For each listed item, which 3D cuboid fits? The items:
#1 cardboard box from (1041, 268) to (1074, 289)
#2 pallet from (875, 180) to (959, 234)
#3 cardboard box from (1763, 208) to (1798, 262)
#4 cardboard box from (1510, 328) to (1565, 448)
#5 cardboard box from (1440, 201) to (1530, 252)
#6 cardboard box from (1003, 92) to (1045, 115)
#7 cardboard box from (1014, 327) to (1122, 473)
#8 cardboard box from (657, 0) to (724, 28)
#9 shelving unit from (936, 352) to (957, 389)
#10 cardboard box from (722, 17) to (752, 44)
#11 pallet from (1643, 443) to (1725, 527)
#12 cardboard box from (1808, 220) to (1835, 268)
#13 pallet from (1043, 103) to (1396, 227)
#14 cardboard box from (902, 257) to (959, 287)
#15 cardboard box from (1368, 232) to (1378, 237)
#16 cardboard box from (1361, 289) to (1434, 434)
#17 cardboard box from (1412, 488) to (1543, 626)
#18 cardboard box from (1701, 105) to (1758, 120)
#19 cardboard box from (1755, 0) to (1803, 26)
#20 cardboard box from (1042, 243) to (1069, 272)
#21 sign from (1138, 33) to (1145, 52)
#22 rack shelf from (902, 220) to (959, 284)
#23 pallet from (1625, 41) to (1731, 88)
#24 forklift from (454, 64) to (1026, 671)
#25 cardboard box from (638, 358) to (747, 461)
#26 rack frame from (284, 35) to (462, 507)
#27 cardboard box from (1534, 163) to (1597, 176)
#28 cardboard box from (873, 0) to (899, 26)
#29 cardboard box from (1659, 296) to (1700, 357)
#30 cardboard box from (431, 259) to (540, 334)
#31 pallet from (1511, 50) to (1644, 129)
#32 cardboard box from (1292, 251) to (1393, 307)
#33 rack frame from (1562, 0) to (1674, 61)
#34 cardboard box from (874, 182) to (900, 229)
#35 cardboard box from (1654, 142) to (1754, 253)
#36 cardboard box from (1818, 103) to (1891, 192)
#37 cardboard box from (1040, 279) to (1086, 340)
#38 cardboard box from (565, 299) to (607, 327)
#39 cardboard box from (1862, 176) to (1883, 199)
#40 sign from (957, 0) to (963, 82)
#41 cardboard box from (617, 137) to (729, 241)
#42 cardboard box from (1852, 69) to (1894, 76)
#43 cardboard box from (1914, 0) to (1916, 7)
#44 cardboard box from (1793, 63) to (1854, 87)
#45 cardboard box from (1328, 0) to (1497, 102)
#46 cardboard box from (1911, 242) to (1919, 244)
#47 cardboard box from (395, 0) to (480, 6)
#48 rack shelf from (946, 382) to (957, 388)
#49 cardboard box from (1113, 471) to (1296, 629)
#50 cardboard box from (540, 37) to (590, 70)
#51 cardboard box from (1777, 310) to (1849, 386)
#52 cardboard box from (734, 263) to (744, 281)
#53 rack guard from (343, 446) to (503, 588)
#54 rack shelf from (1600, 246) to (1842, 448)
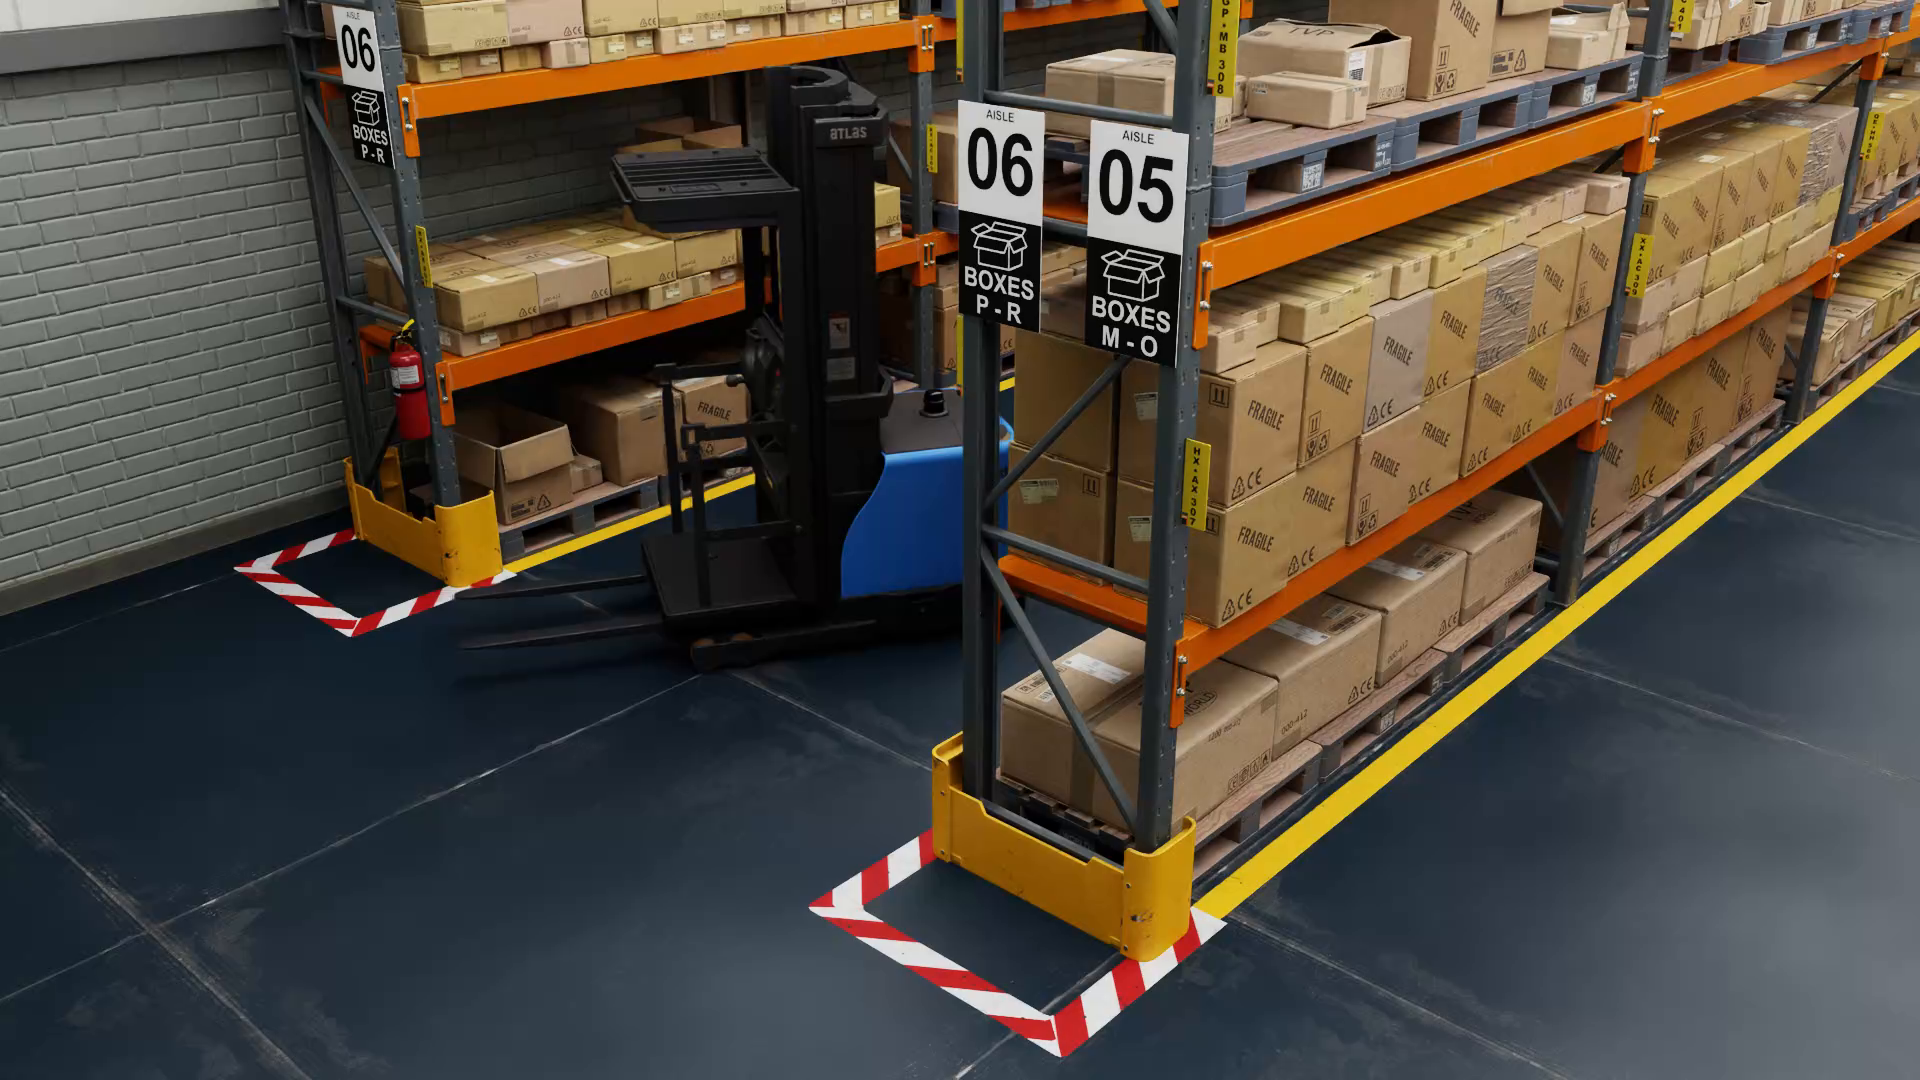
[{"bbox_3d":[0.567,-1.941,13.454,0.500,0.500,0.500,19,30,36],"label":"cardboard box"},{"bbox_3d":[0.007,-2.614,12.648,1.003,0.211,1.213,20,31,38],"label":"pallet"},{"bbox_3d":[4.961,-1.976,10.564,0.500,0.250,0.500,19,30,36],"label":"cardboard box"},{"bbox_3d":[2.633,-0.810,8.268,0.500,0.500,0.500,19,31,36],"label":"cardboard box"},{"bbox_3d":[2.396,-1.459,7.700,0.380,0.149,0.250,20,31,37],"label":"cardboard box"},{"bbox_3d":[0.751,-3.208,13.104,0.700,0.500,0.500,20,31,37],"label":"cardboard box"},{"bbox_3d":[0.566,-0.629,6.642,0.500,0.500,0.500,21,32,39],"label":"cardboard box"},{"bbox_3d":[-1.775,-3.243,9.970,0.500,0.250,0.500,20,31,37],"label":"cardboard box"},{"bbox_3d":[0.010,-0.552,10.014,0.258,1.200,0.189,20,31,38],"label":"shelving unit"},{"bbox_3d":[-1.510,-3.173,10.302,0.380,0.149,0.250,21,31,38],"label":"cardboard box"},{"bbox_3d":[4.364,-0.490,11.086,1.003,0.211,1.213,20,31,38],"label":"pallet"},{"bbox_3d":[5.616,-2.059,11.359,0.500,0.250,0.500,19,30,36],"label":"cardboard box"},{"bbox_3d":[0.909,-1.472,6.309,1.003,0.211,1.213,20,31,38],"label":"pallet"},{"bbox_3d":[-0.216,-2.024,12.483,0.380,0.149,0.250,19,31,37],"label":"cardboard box"},{"bbox_3d":[1.872,-1.503,7.800,0.380,0.149,0.250,20,31,37],"label":"cardboard box"},{"bbox_3d":[1.631,-0.804,7.032,0.500,0.500,0.500,20,31,37],"label":"cardboard box"},{"bbox_3d":[2.592,0.006,9.189,0.875,0.438,0.875,20,31,37],"label":"cardboard box"},{"bbox_3d":[4.925,-2.617,11.076,0.500,0.500,0.500,20,31,38],"label":"cardboard box"},{"bbox_3d":[4.571,-3.094,9.469,0.258,0.266,0.396,-21,32,-39],"label":"cardboard box"},{"bbox_3d":[0.654,-2.287,13.433,0.380,0.149,0.250,22,32,39],"label":"cardboard box"},{"bbox_3d":[1.646,-4.386,14.950,0.100,0.325,0.005,20,31,38],"label":"sign"},{"bbox_3d":[0.727,-2.769,13.639,1.077,0.370,4.000,20,31,38],"label":"rack shelf"},{"bbox_3d":[3.666,-2.708,9.191,0.805,0.209,1.217,19,30,36],"label":"pallet"},{"bbox_3d":[-1.209,-0.893,8.659,3.031,2.935,1.130,-7,25,-16],"label":"forklift"},{"bbox_3d":[-1.772,-0.864,11.054,0.500,0.500,0.500,21,31,38],"label":"cardboard box"},{"bbox_3d":[-3.278,-1.269,9.415,1.000,3.000,0.127,20,31,38],"label":"rack frame"},{"bbox_3d":[3.202,-1.840,9.344,0.500,0.500,0.500,21,32,39],"label":"cardboard box"},{"bbox_3d":[-0.628,-3.552,11.146,0.380,0.149,0.250,20,31,37],"label":"cardboard box"},{"bbox_3d":[3.925,-1.285,9.634,0.500,0.250,0.500,19,31,36],"label":"cardboard box"},{"bbox_3d":[-2.774,-1.401,9.529,0.500,0.250,0.500,20,31,38],"label":"cardboard box"},{"bbox_3d":[2.537,-2.216,7.967,1.003,0.211,1.213,20,31,38],"label":"pallet"},{"bbox_3d":[1.543,-1.072,6.838,0.380,0.149,0.250,21,31,38],"label":"cardboard box"},{"bbox_3d":[3.091,-3.871,7.885,1.000,3.000,0.127,20,31,38],"label":"rack frame"},{"bbox_3d":[-0.766,-2.334,11.608,0.500,0.250,0.500,21,32,39],"label":"cardboard box"},{"bbox_3d":[4.254,-2.006,9.713,0.500,0.500,0.500,19,31,36],"label":"cardboard box"},{"bbox_3d":[6.233,-2.799,11.828,0.500,0.500,0.500,19,30,36],"label":"cardboard box"},{"bbox_3d":[0.512,-0.877,6.402,0.380,0.149,0.250,21,31,38],"label":"cardboard box"},{"bbox_3d":[-2.355,-1.420,10.057,0.380,0.149,0.250,21,32,39],"label":"cardboard box"},{"bbox_3d":[6.547,-2.625,12.233,0.380,0.149,0.250,18,30,34],"label":"cardboard box"},{"bbox_3d":[0.027,-1.804,5.956,0.100,0.325,0.005,20,31,38],"label":"sign"},{"bbox_3d":[-1.773,-2.201,10.395,0.500,0.500,0.500,21,32,39],"label":"cardboard box"},{"bbox_3d":[7.230,-3.580,13.569,0.500,0.500,0.500,20,31,37],"label":"cardboard box"},{"bbox_3d":[6.401,-4.053,11.834,0.700,0.500,0.500,20,31,38],"label":"cardboard box"},{"bbox_3d":[6.642,-3.597,12.814,0.380,0.149,0.250,18,30,35],"label":"cardboard box"},{"bbox_3d":[1.879,-2.140,6.932,0.500,0.500,0.500,21,31,38],"label":"cardboard box"},{"bbox_3d":[9.025,-2.614,15.262,0.500,0.250,0.500,18,30,35],"label":"cardboard box"},{"bbox_3d":[-2.794,-3.000,8.817,0.500,0.250,0.500,20,31,37],"label":"cardboard box"},{"bbox_3d":[0.010,-0.840,9.885,0.258,0.103,0.180,20,31,38],"label":"rack shelf"},{"bbox_3d":[0.955,-0.029,6.525,0.500,0.500,0.500,20,31,37],"label":"cardboard box"},{"bbox_3d":[-2.309,-2.765,9.392,0.380,0.149,0.250,21,32,39],"label":"cardboard box"},{"bbox_3d":[6.145,-1.514,12.660,0.950,0.372,0.625,18,30,34],"label":"cardboard box"},{"bbox_3d":[-1.546,-1.830,10.972,0.380,0.149,0.250,21,31,38],"label":"cardboard box"},{"bbox_3d":[-3.227,-0.152,9.978,1.175,0.500,0.348,20,31,38],"label":"rack guard"},{"bbox_3d":[4.426,-1.415,10.619,1.077,0.370,4.000,20,31,38],"label":"rack shelf"}]
